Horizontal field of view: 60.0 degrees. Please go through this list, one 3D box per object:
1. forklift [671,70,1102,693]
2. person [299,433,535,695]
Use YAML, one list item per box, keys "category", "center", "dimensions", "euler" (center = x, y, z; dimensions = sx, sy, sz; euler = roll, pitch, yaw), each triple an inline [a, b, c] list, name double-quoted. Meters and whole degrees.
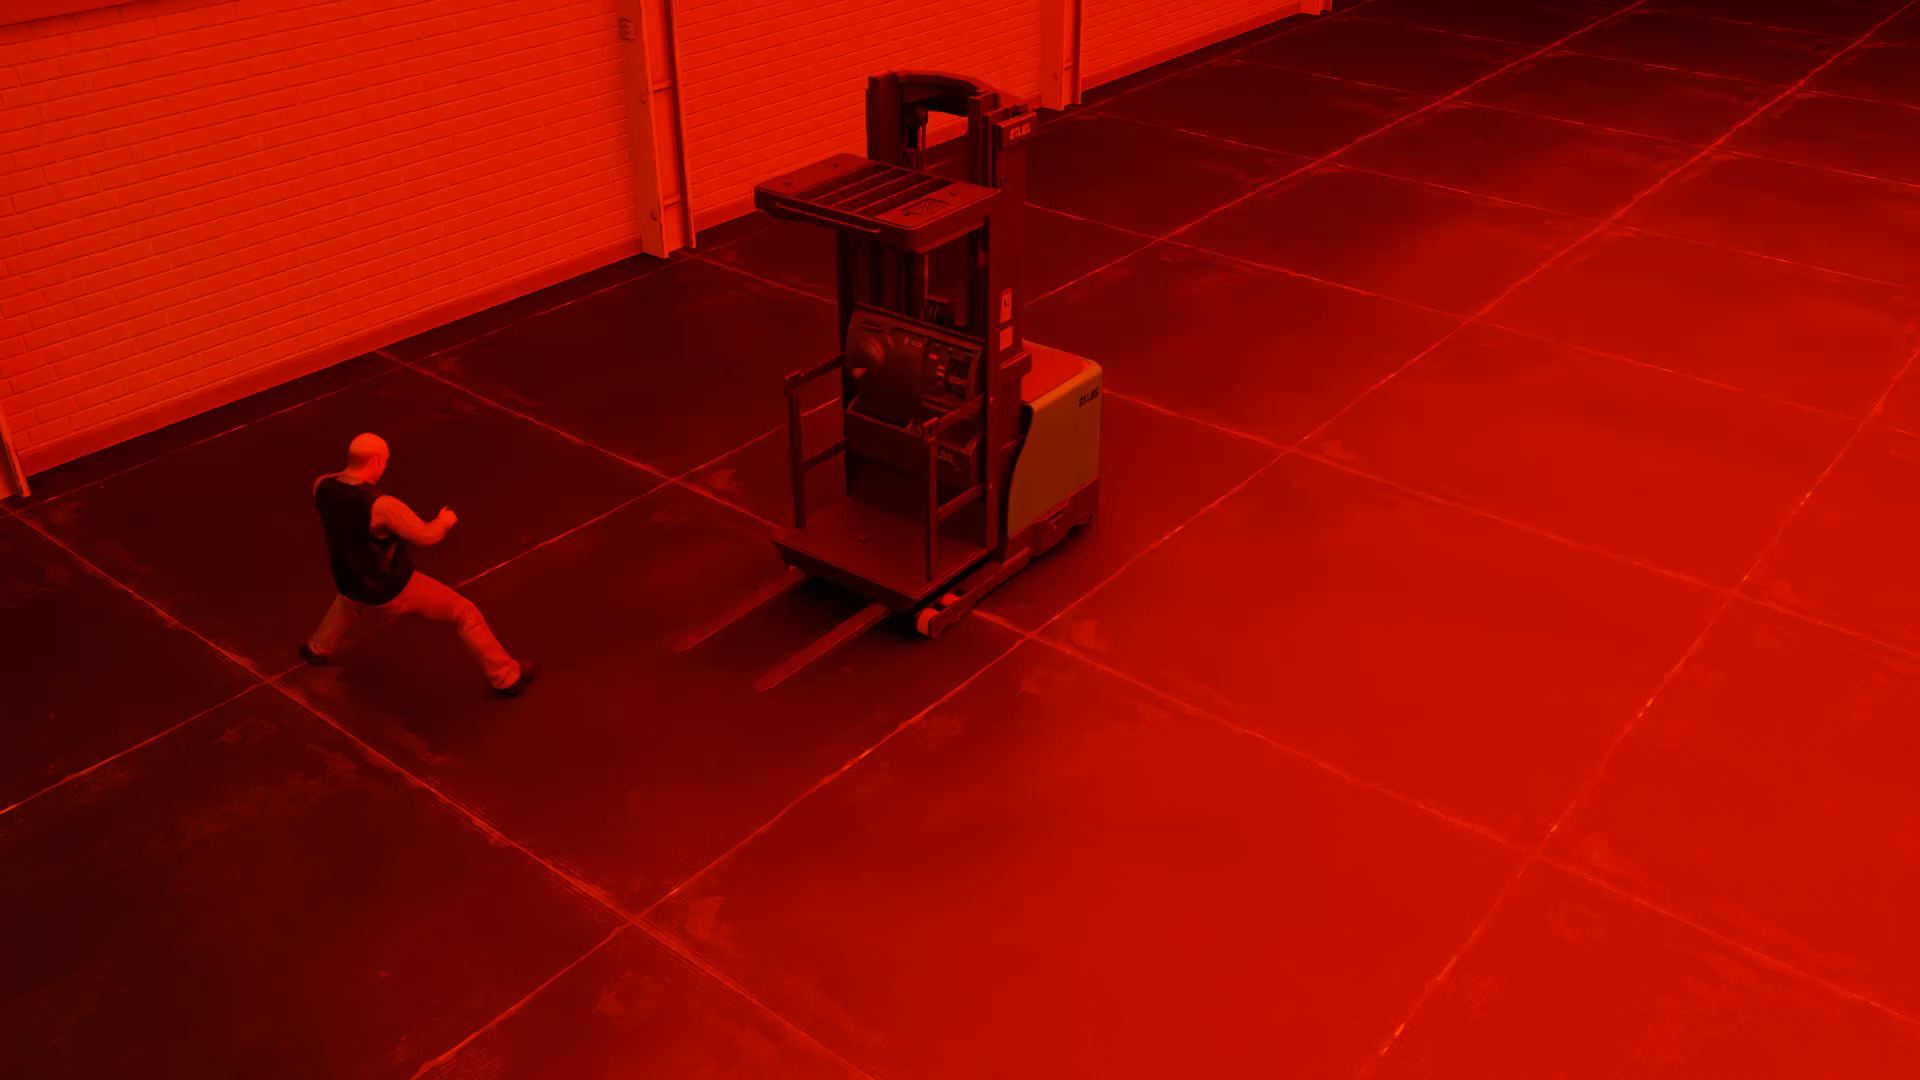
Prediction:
- category: "forklift"
  center: [-0.396, -0.986, 9.283]
  dimensions: [1.130, 2.935, 3.031]
  euler: [21, 36, 31]
- category: "person"
  center: [-3.030, 0.074, 8.877]
  dimensions: [1.297, 1.506, 0.734]
  euler: [17, 34, 27]
